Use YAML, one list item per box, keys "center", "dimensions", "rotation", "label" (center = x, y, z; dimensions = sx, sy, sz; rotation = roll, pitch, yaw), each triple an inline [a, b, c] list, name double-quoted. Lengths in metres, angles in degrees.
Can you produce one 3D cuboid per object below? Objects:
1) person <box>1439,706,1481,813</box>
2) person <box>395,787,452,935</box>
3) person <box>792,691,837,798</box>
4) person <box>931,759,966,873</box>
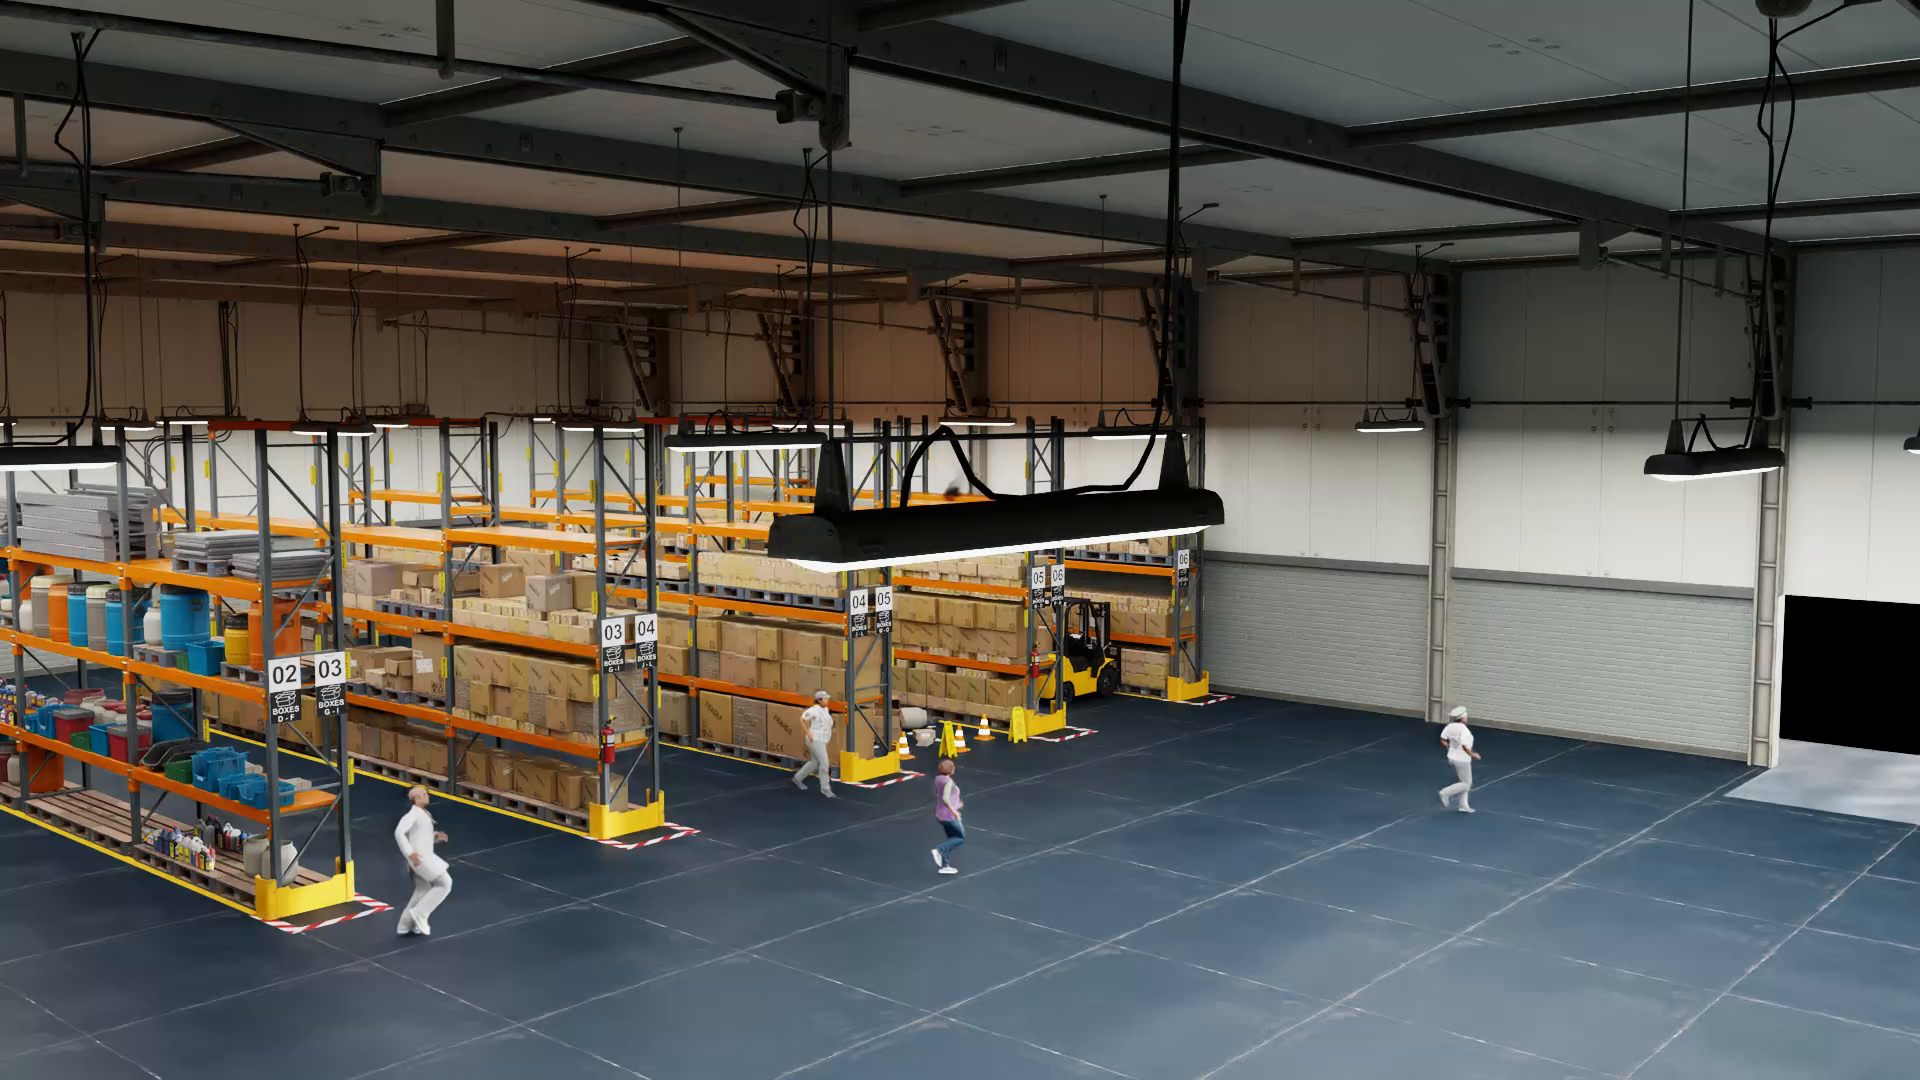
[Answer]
- center: [7.662, 3.391, 25.575]
  dimensions: [0.650, 1.675, 0.577]
  rotation: [-2, 5, -20]
  label: "person"
- center: [-6.408, 3.911, 19.830]
  dimensions: [0.636, 1.531, 0.698]
  rotation: [-2, 5, -21]
  label: "person"
- center: [-2.315, 3.290, 26.924]
  dimensions: [0.864, 1.698, 0.620]
  rotation: [2, 5, 21]
  label: "person"
- center: [-0.165, 3.709, 22.292]
  dimensions: [0.544, 1.555, 0.536]
  rotation: [-2, 5, -25]
  label: "person"
